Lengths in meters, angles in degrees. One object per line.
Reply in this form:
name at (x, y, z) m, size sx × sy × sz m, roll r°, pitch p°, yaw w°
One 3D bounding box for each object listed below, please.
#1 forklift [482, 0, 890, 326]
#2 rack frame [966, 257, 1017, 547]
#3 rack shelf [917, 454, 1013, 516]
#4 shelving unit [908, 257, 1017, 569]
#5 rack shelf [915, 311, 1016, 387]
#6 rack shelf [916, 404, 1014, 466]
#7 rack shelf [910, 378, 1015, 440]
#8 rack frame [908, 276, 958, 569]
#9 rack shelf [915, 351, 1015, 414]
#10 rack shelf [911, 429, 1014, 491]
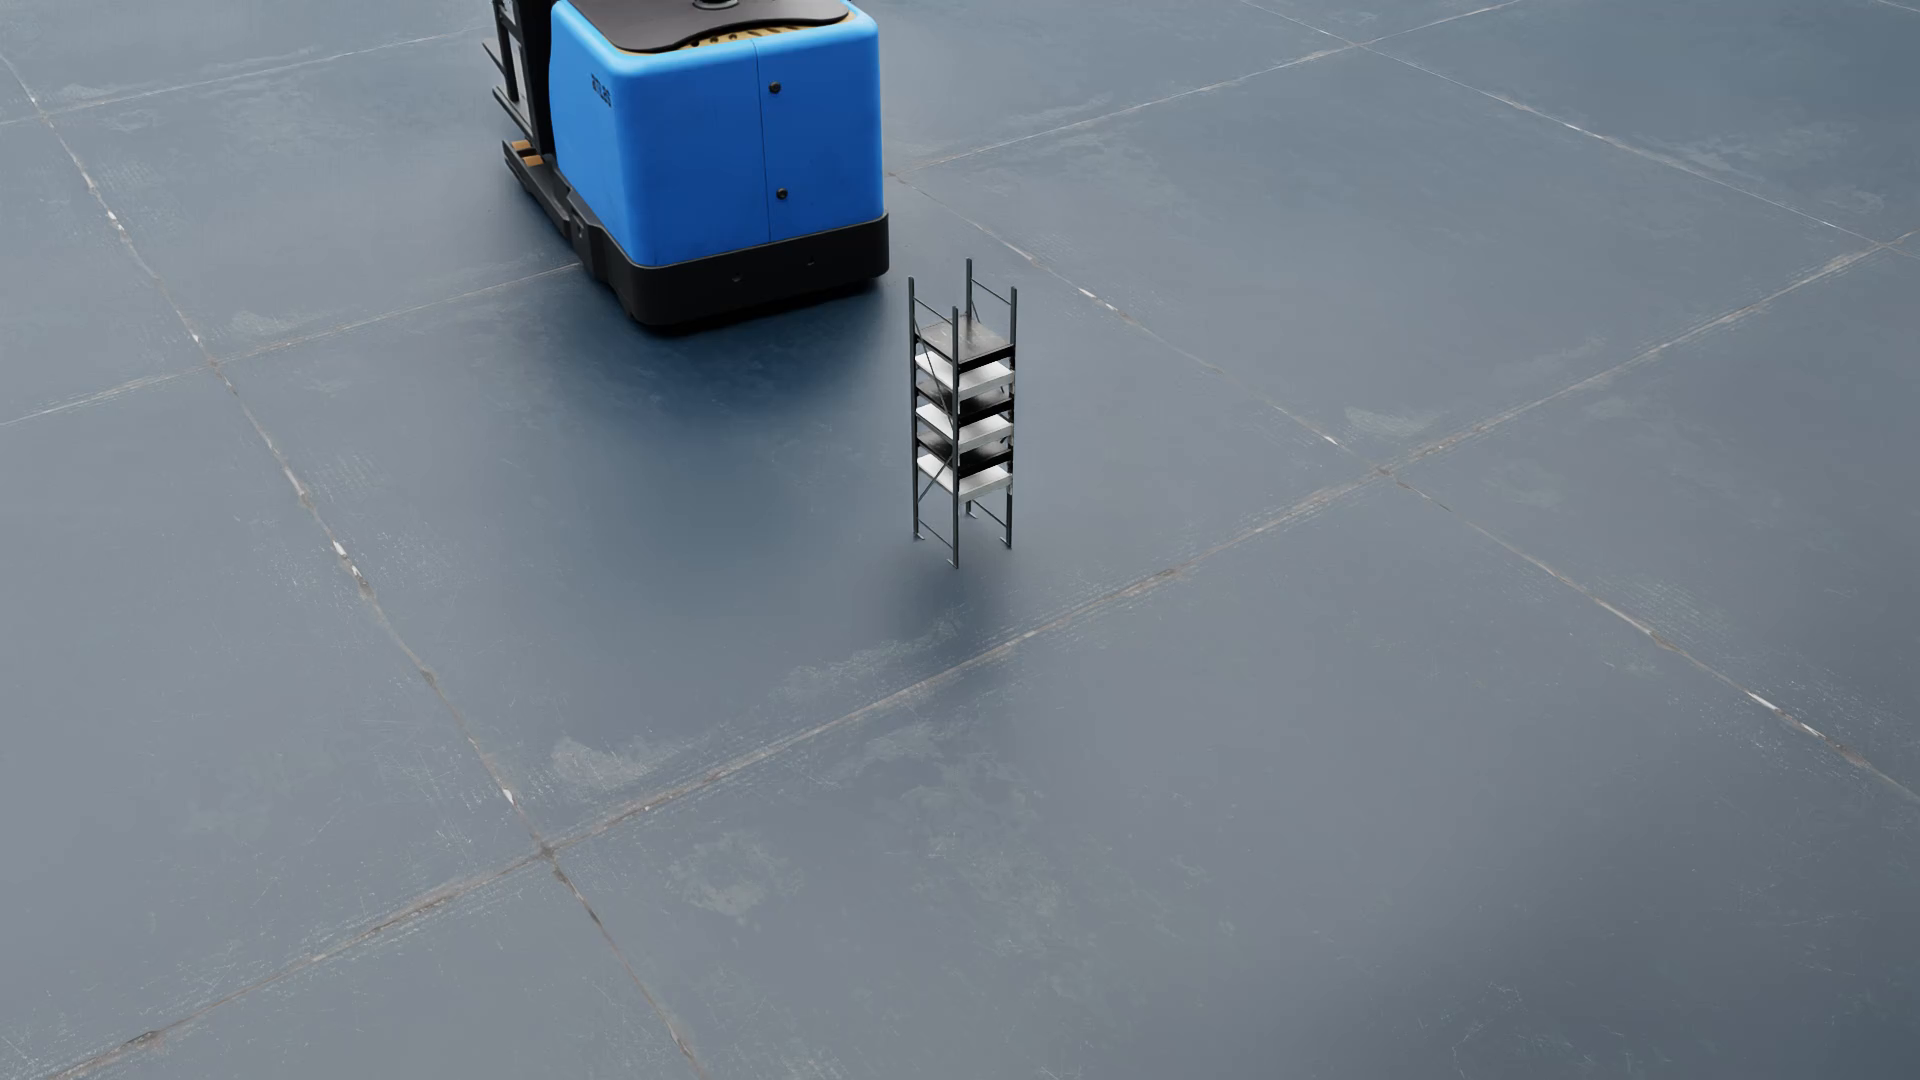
forklift at (-1.407, -2.839, 6.687) m, size 1.130 × 2.935 × 3.031 m, roll -17°, pitch 39°, yaw -22°
rack frame at (0.090, -0.402, 5.039) m, size 0.006 × 0.900 × 0.240 m, roll -22°, pitch 41°, yaw -28°
rack shelf at (0.007, -0.195, 5.116) m, size 0.200 × 0.077 × 0.258 m, roll -22°, pitch 41°, yaw -28°
shelving unit at (0.007, -0.368, 4.991) m, size 0.210 × 0.900 × 0.258 m, roll -22°, pitch 41°, yaw -28°
rack shelf at (0.007, -0.560, 4.853) m, size 0.200 × 0.077 × 0.258 m, roll -22°, pitch 41°, yaw -28°
rack shelf at (0.007, -0.341, 5.011) m, size 0.200 × 0.077 × 0.258 m, roll -22°, pitch 41°, yaw -28°
rack shelf at (0.007, -0.414, 4.958) m, size 0.200 × 0.077 × 0.258 m, roll -22°, pitch 41°, yaw -28°
rack frame at (-0.076, -0.334, 4.943) m, size 0.006 × 0.900 × 0.240 m, roll -22°, pitch 41°, yaw -28°
rack shelf at (0.007, -0.487, 4.905) m, size 0.200 × 0.077 × 0.258 m, roll -22°, pitch 41°, yaw -28°
rack shelf at (0.007, -0.268, 5.063) m, size 0.200 × 0.077 × 0.258 m, roll -22°, pitch 41°, yaw -28°
